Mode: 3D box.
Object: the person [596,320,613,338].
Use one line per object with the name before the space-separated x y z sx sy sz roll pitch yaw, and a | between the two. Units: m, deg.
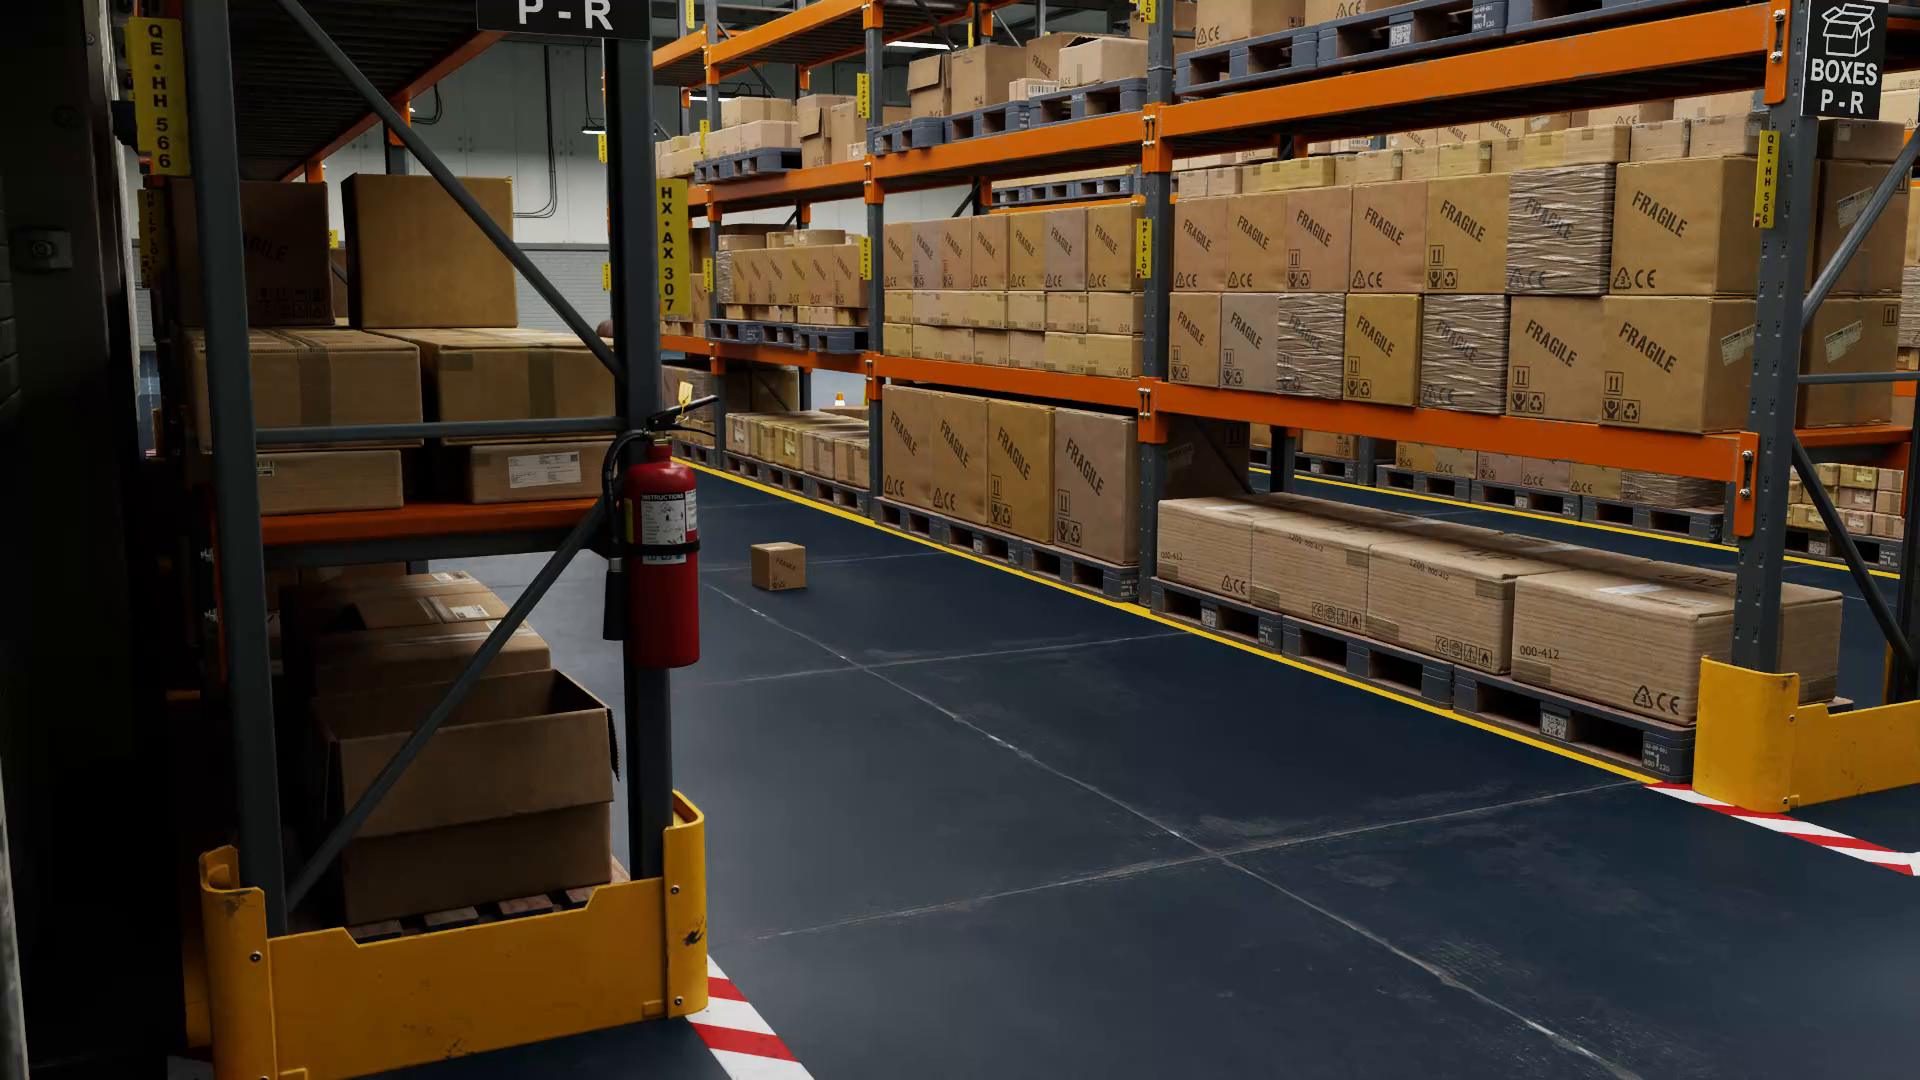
person | -2.668 -0.855 12.408 0.438 1.564 0.816 -5 10 -31
